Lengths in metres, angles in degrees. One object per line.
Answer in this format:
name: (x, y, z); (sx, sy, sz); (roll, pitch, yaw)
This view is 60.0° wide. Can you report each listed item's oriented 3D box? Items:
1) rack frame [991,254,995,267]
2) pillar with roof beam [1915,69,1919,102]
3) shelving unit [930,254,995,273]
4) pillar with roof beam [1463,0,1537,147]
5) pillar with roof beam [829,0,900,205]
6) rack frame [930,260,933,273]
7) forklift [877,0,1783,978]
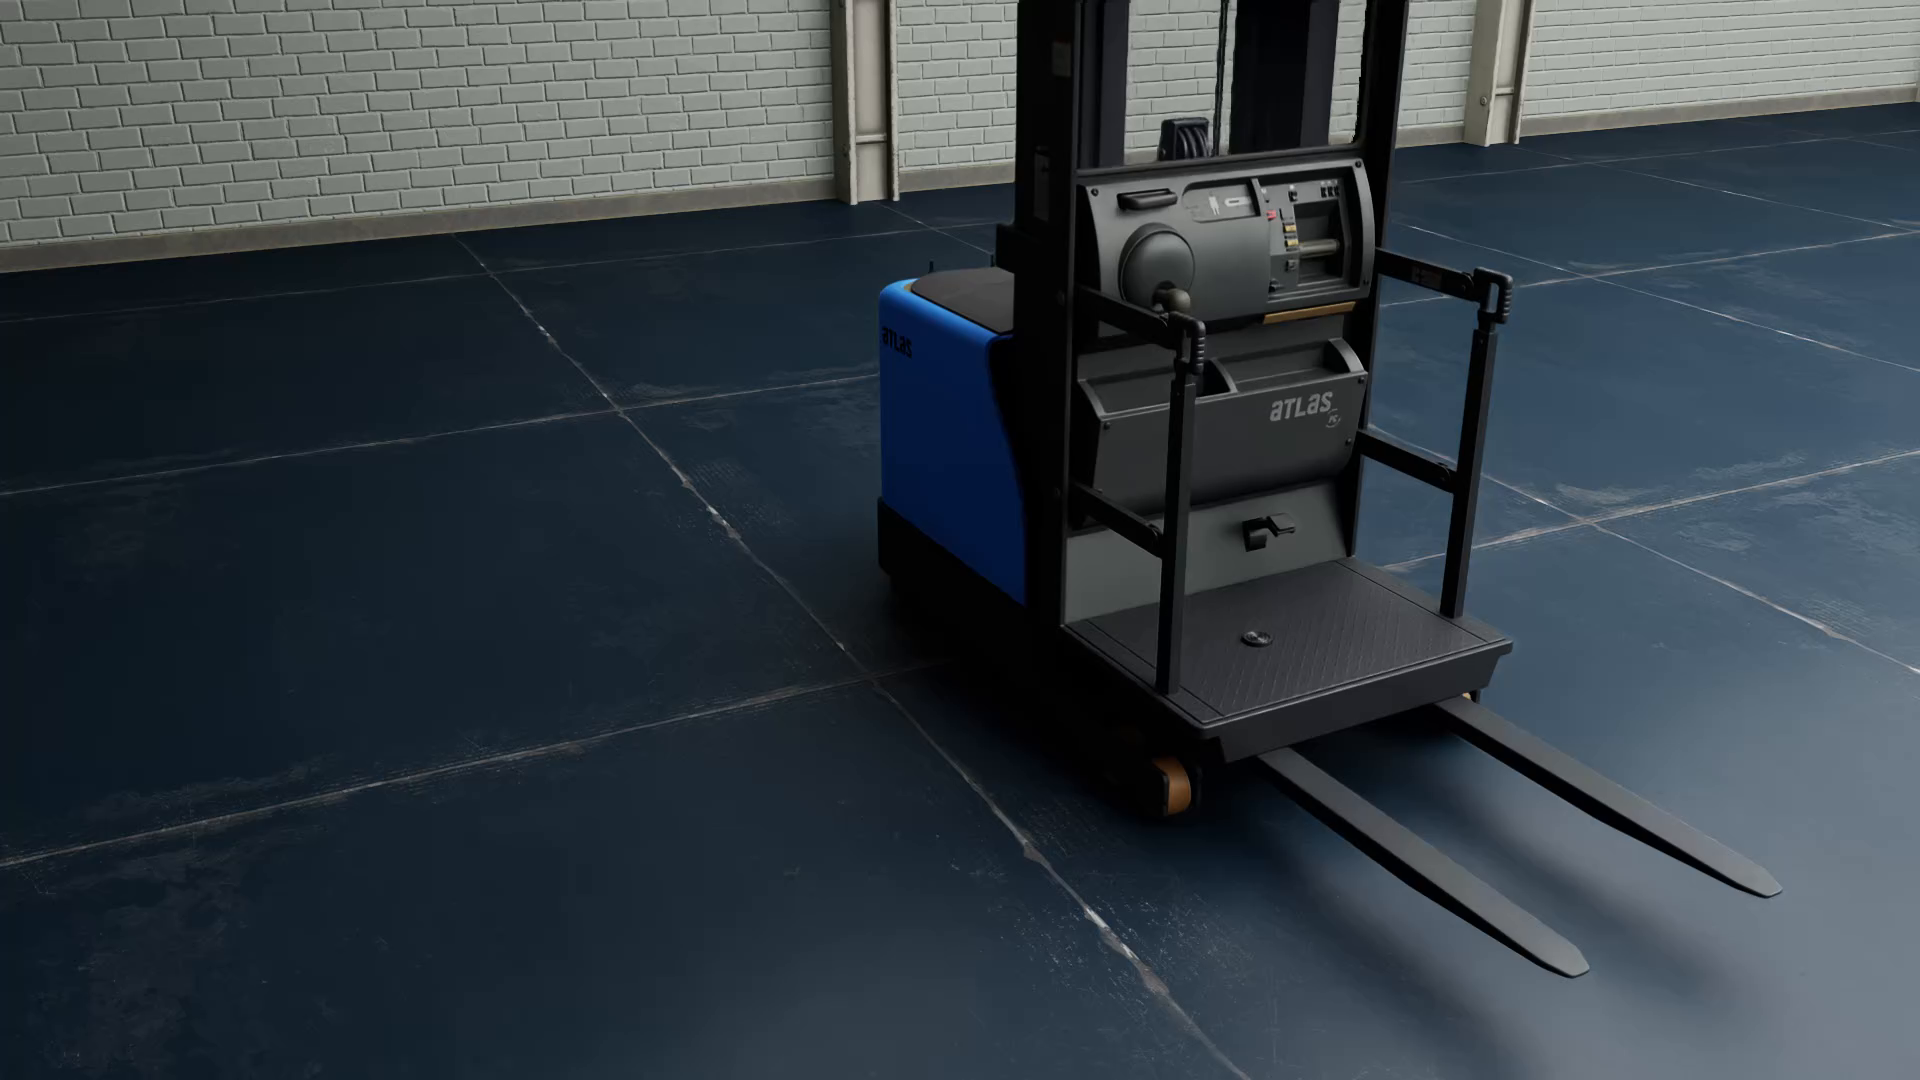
rack frame: (0.158, -0.514, 6.120); (0.008, 1.050, 0.200); (-10, 25, -24)
pillar with roof beam: (11.988, -7.207, 11.896); (0.400, 9.000, 9.100); (-10, 25, -24)
shelving unit: (0.048, -0.494, 6.071); (0.252, 1.050, 0.215); (-10, 25, -24)
pillar with roof beam: (6.582, -6.212, 9.492); (0.400, 9.000, 9.100); (-10, 25, -24)
pillar with roof beam: (1.176, -5.217, 7.087); (0.400, 9.000, 9.100); (-10, 25, -24)
rack frame: (-0.062, -0.474, 6.022); (0.008, 1.050, 0.200); (-10, 25, -24)
forklift: (0.853, -0.808, 4.369); (1.130, 2.935, 3.031); (-12, 25, -26)
